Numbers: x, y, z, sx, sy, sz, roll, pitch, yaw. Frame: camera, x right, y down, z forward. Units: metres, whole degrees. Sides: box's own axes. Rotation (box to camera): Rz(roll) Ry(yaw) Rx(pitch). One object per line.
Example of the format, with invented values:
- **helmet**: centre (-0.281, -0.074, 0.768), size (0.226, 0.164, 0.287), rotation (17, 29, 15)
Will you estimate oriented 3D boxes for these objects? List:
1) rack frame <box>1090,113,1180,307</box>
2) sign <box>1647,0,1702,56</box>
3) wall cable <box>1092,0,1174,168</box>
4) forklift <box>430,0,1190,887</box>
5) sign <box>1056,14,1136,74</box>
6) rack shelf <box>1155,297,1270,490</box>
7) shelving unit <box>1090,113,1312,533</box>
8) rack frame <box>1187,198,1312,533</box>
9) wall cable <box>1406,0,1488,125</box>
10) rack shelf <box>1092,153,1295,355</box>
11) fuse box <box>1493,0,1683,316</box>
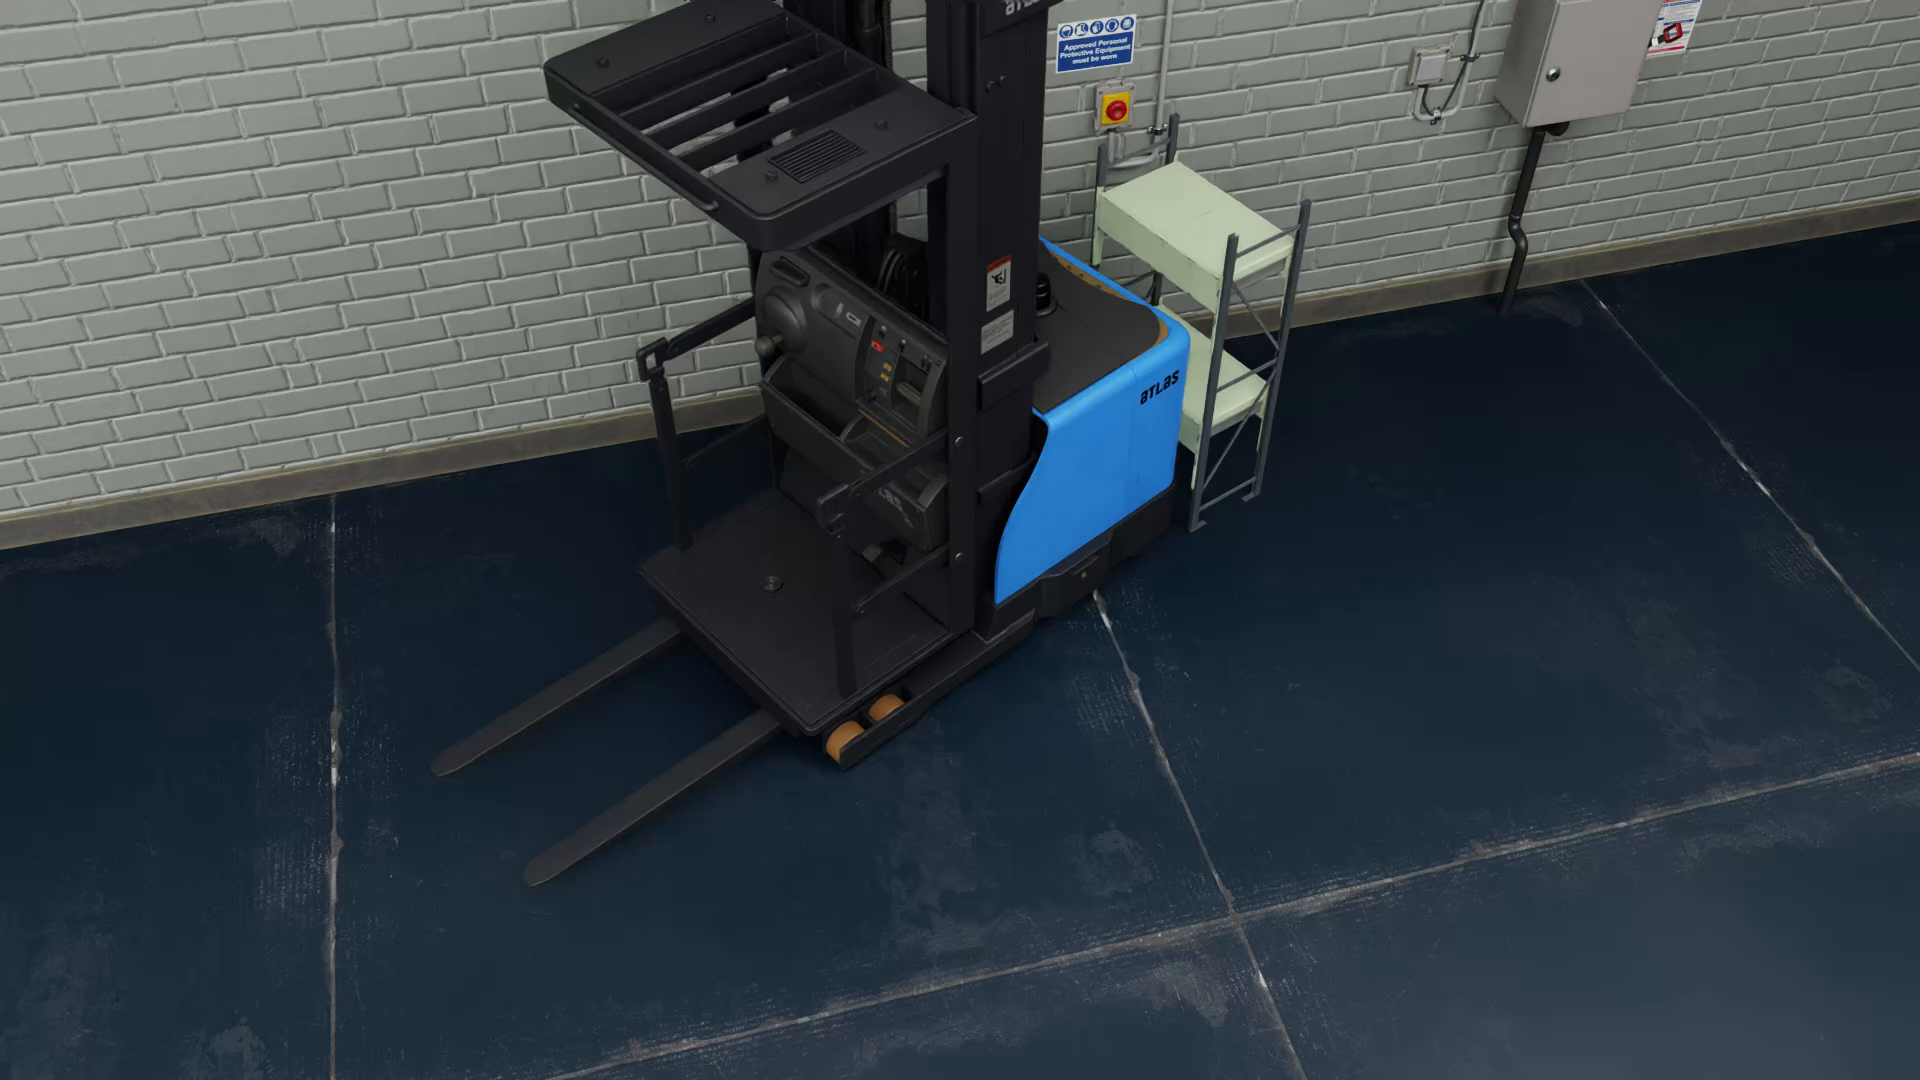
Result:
- **rack frame**: centre (0.697, -1.068, 6.997), size (0.400, 1.500, 0.023), rotation (-28, 52, -24)
- **sign**: centre (3.098, -2.341, 7.262), size (0.329, 0.494, 0.001), rotation (-11, 47, -10)
- **wall cable**: centre (0.606, -2.225, 6.347), size (0.585, 1.953, 0.123), rotation (-11, 47, -10)
- **forklift**: centre (-0.540, -0.614, 5.551), size (3.031, 2.935, 1.130), rotation (-33, 54, -28)
- **sign**: centre (0.544, -1.986, 6.658), size (0.327, 0.218, 0.001), rotation (-11, 47, -10)
- **rack shelf**: centre (0.914, -0.629, 7.024), size (0.431, 0.370, 0.720), rotation (-28, 52, -24)
- **shelving unit**: centre (0.914, -0.857, 6.791), size (0.431, 1.500, 0.755), rotation (-28, 52, -24)
- **rack frame**: centre (1.130, -0.646, 6.584), size (0.400, 1.500, 0.023), rotation (-28, 52, -24)
- **wall cable**: centre (1.974, -2.481, 6.621), size (0.588, 1.984, 0.122), rotation (-11, 47, -10)
- **rack shelf**: centre (0.914, -1.130, 6.512), size (0.431, 0.370, 0.720), rotation (-28, 52, -24)
- **fuse box**: centre (2.674, -1.690, 7.459), size (0.539, 1.711, 0.414), rotation (-11, 47, -10)
